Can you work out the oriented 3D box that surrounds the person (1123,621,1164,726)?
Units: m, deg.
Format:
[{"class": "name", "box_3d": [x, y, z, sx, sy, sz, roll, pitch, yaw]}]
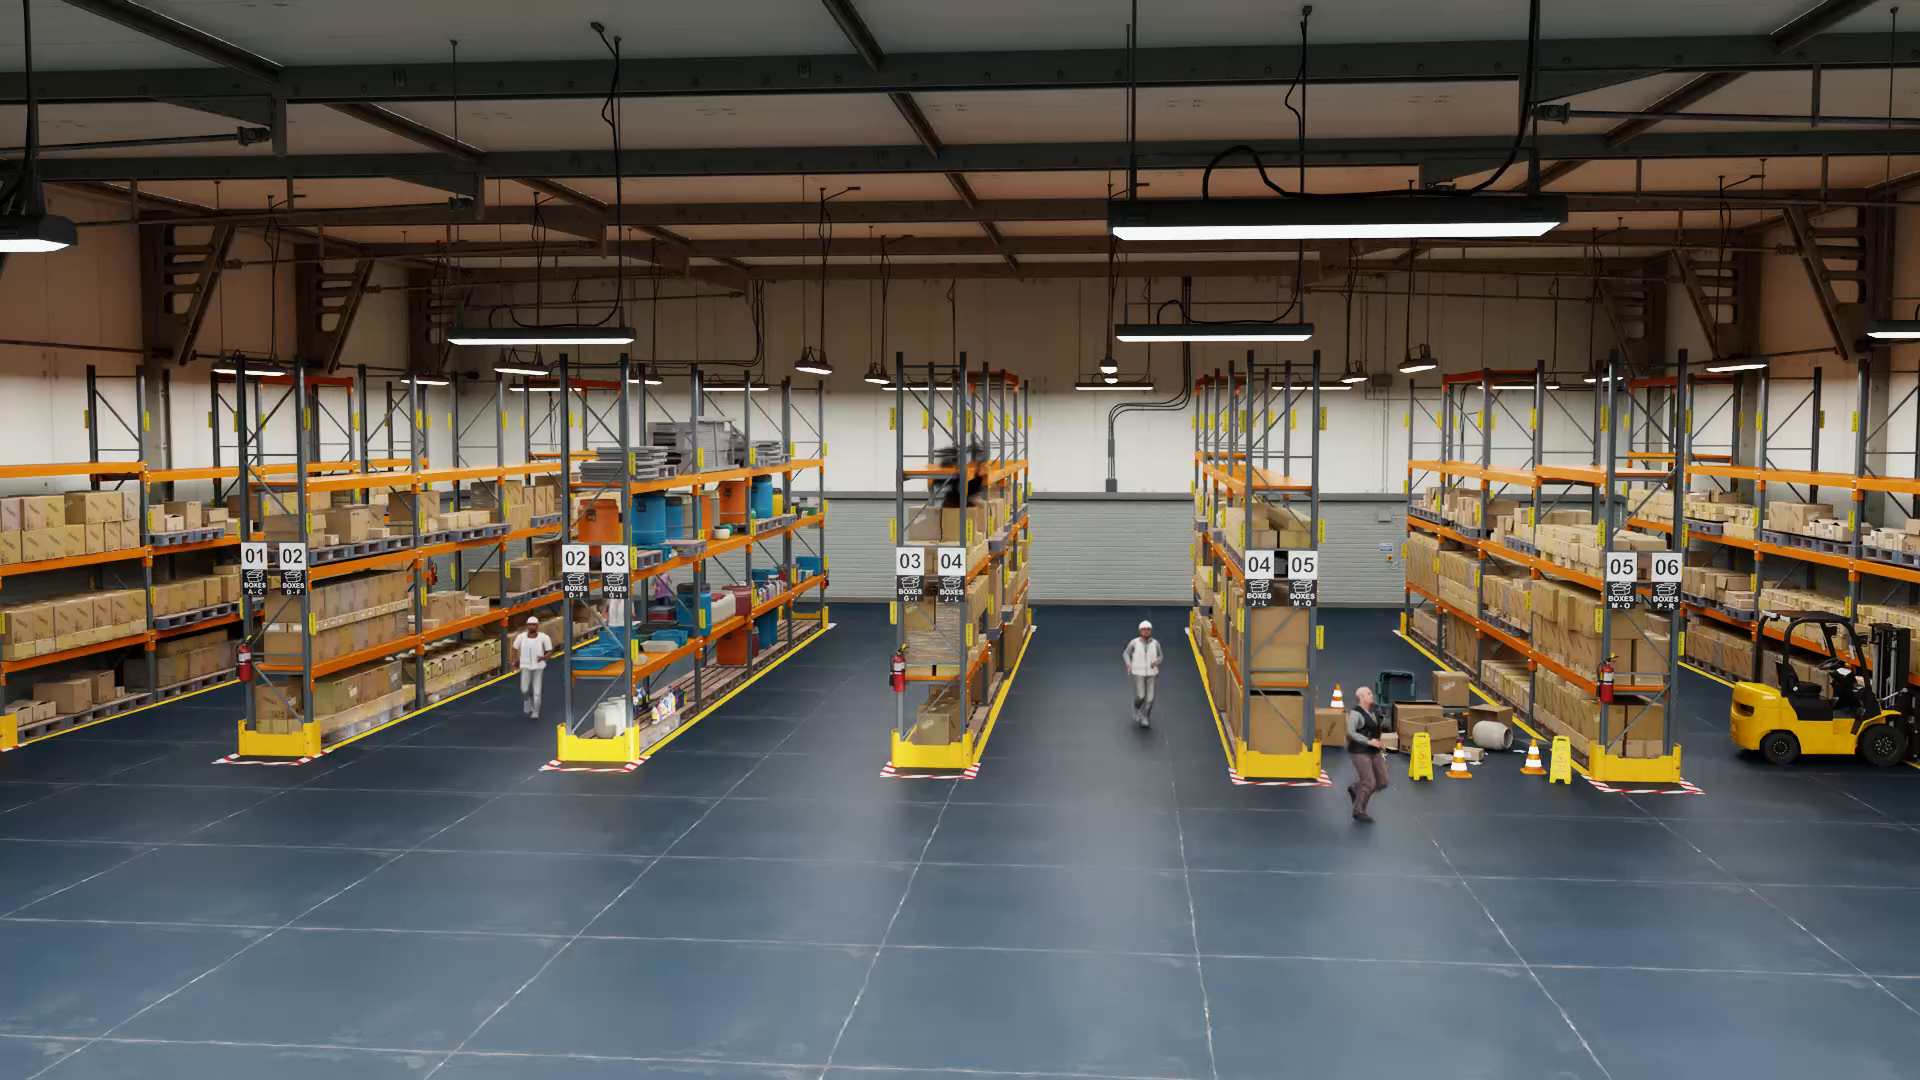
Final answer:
[{"class": "person", "box_3d": [3.026, 2.173, 27.221, 0.644, 1.684, 0.591, 0, 4, -4]}]

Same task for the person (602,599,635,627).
[{"class": "person", "box_3d": [-6.848, 1.763, 33.321, 0.663, 1.748, 0.780, 0, 4, -4]}]

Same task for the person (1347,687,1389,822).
[{"class": "person", "box_3d": [5.097, 2.681, 20.866, 0.591, 1.688, 0.698, 4, 5, 42]}]

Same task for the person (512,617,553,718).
[{"class": "person", "box_3d": [-7.187, 2.150, 27.906, 0.690, 1.721, 0.597, -1, 4, -9]}]

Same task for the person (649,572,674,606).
[{"class": "person", "box_3d": [-7.128, 1.394, 39.732, 0.570, 1.650, 0.593, 0, 4, -6]}]
